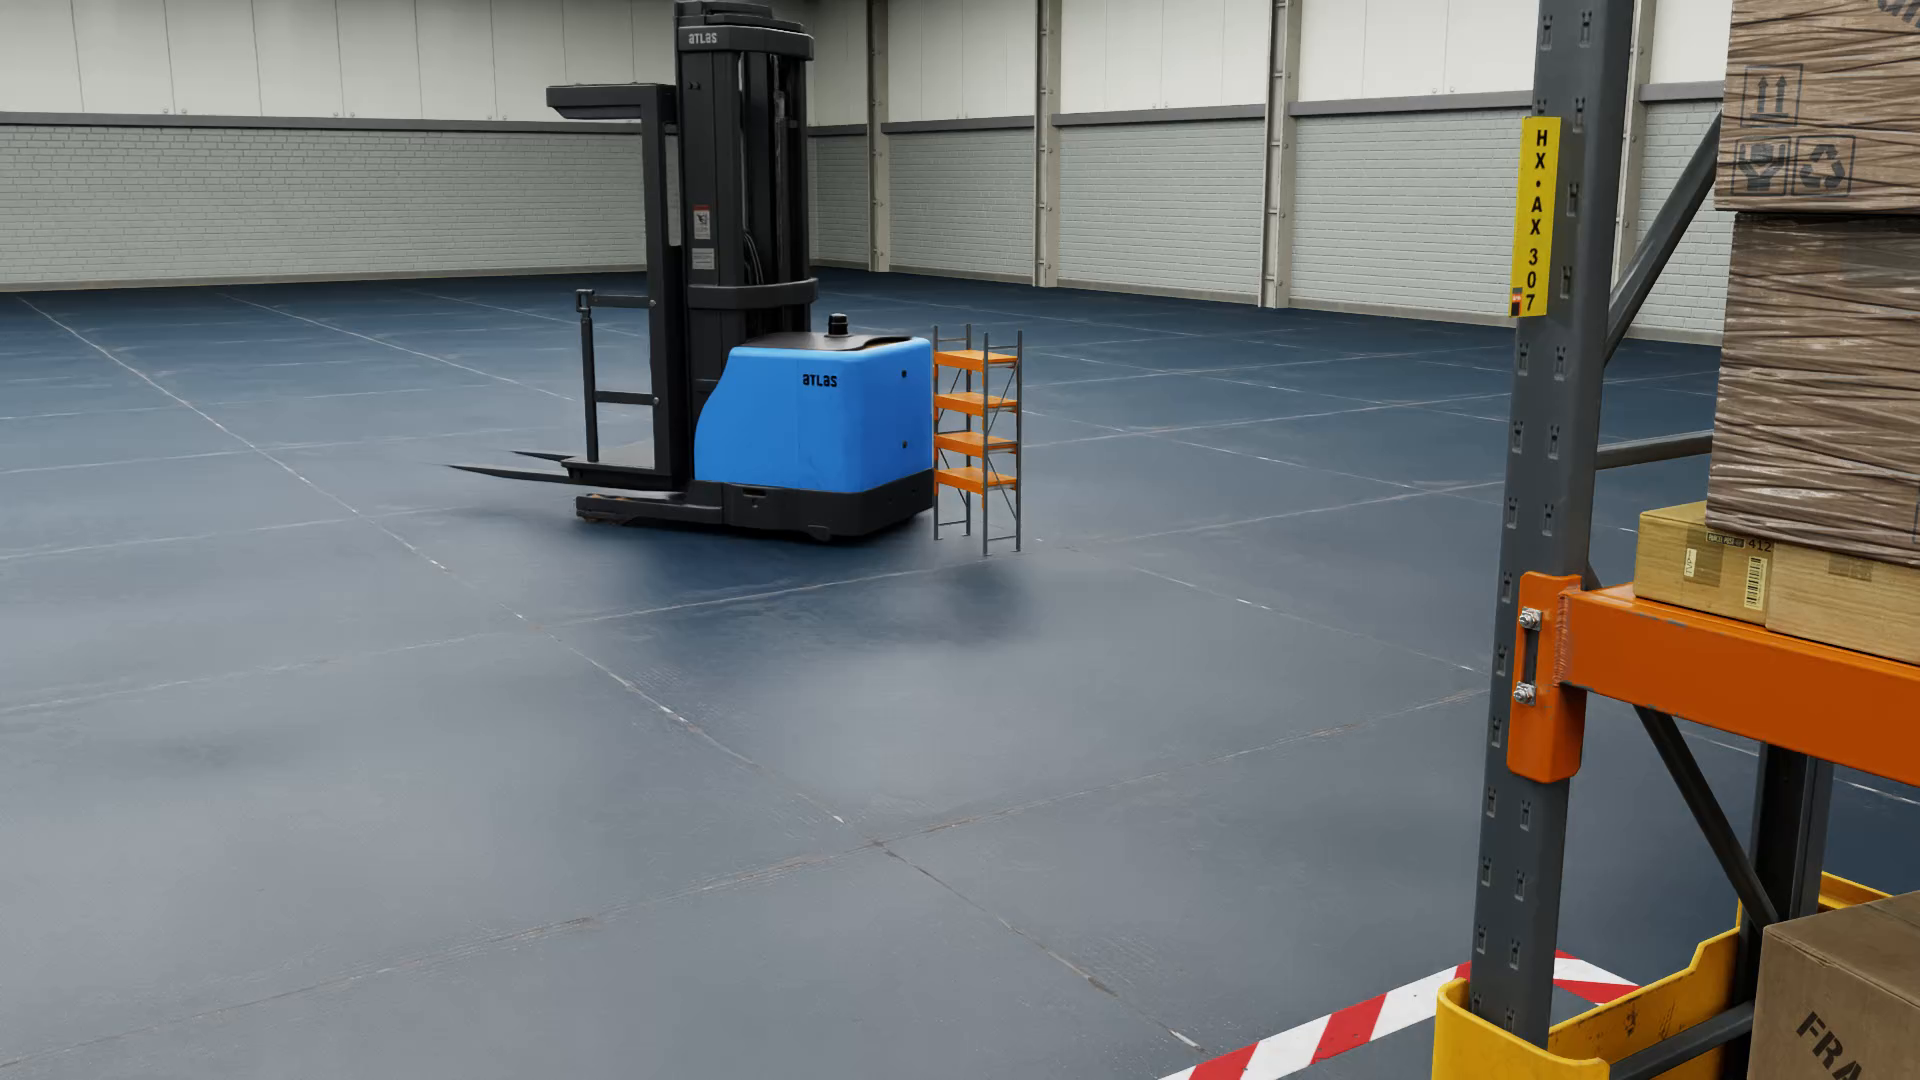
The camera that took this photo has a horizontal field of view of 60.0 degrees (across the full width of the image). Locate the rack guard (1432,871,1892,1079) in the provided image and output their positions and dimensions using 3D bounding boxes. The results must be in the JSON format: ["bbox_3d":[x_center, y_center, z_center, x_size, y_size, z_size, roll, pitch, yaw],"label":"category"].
[{"bbox_3d":[1.452,1.057,3.359,1.175,0.500,0.348,-8,15,-33],"label":"rack guard"}]

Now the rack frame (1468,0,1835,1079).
[{"bbox_3d":[1.410,-0.178,3.153,1.000,3.000,0.127,-8,15,-33],"label":"rack frame"}]

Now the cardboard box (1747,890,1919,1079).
[{"bbox_3d":[1.742,0.951,2.859,0.500,0.500,0.500,-5,13,-22],"label":"cardboard box"}]

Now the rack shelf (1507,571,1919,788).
[{"bbox_3d":[2.518,0.529,1.604,1.077,0.370,4.000,-8,15,-33],"label":"rack shelf"}]

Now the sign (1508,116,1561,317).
[{"bbox_3d":[0.958,-0.536,2.767,0.100,0.325,0.005,-8,15,-33],"label":"sign"}]

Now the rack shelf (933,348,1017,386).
[{"bbox_3d":[0.092,-0.941,9.015,0.258,0.148,0.480,-8,15,-33],"label":"rack shelf"}]

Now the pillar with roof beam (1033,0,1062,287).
[{"bbox_3d":[-1.992,-8.604,27.643,9.100,9.000,0.400,-8,15,-33],"label":"pillar with roof beam"}]

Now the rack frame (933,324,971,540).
[{"bbox_3d":[-0.043,-0.600,9.297,0.240,1.200,0.015,-8,15,-33],"label":"rack frame"}]

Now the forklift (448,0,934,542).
[{"bbox_3d":[-1.709,-1.612,9.873,3.031,2.935,1.130,6,14,24],"label":"forklift"}]

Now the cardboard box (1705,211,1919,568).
[{"bbox_3d":[1.692,-0.271,2.649,0.875,0.500,0.500,-8,15,-33],"label":"cardboard box"}]

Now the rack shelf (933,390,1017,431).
[{"bbox_3d":[0.092,-0.710,9.066,0.258,0.148,0.480,-8,15,-33],"label":"rack shelf"}]

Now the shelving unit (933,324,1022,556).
[{"bbox_3d":[0.092,-0.557,9.099,0.258,1.200,0.503,-8,15,-33],"label":"shelving unit"}]

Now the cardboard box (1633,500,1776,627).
[{"bbox_3d":[1.369,0.024,2.819,0.380,0.149,0.250,-8,15,-33],"label":"cardboard box"}]

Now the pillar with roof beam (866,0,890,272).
[{"bbox_3d":[-5.317,-9.671,32.522,9.100,9.000,0.400,-8,15,-33],"label":"pillar with roof beam"}]

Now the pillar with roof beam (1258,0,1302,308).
[{"bbox_3d":[1.332,-7.537,22.763,9.100,9.000,0.400,-8,15,-33],"label":"pillar with roof beam"}]

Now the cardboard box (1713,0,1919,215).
[{"bbox_3d":[1.488,-0.730,2.409,0.500,0.500,0.500,-8,15,-33],"label":"cardboard box"}]

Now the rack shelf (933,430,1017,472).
[{"bbox_3d":[0.092,-0.491,9.113,0.258,0.148,0.480,-8,15,-33],"label":"rack shelf"}]

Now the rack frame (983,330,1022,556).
[{"bbox_3d":[0.227,-0.513,8.901,0.240,1.200,0.015,-8,15,-33],"label":"rack frame"}]

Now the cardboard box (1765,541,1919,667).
[{"bbox_3d":[1.492,0.071,2.606,0.380,0.149,0.250,-8,15,-33],"label":"cardboard box"}]

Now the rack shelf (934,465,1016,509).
[{"bbox_3d":[0.092,-0.297,9.156,0.258,0.148,0.480,-8,15,-33],"label":"rack shelf"}]

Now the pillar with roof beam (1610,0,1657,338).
[{"bbox_3d":[4.656,-6.470,17.883,9.100,9.000,0.400,-8,15,-33],"label":"pillar with roof beam"}]
